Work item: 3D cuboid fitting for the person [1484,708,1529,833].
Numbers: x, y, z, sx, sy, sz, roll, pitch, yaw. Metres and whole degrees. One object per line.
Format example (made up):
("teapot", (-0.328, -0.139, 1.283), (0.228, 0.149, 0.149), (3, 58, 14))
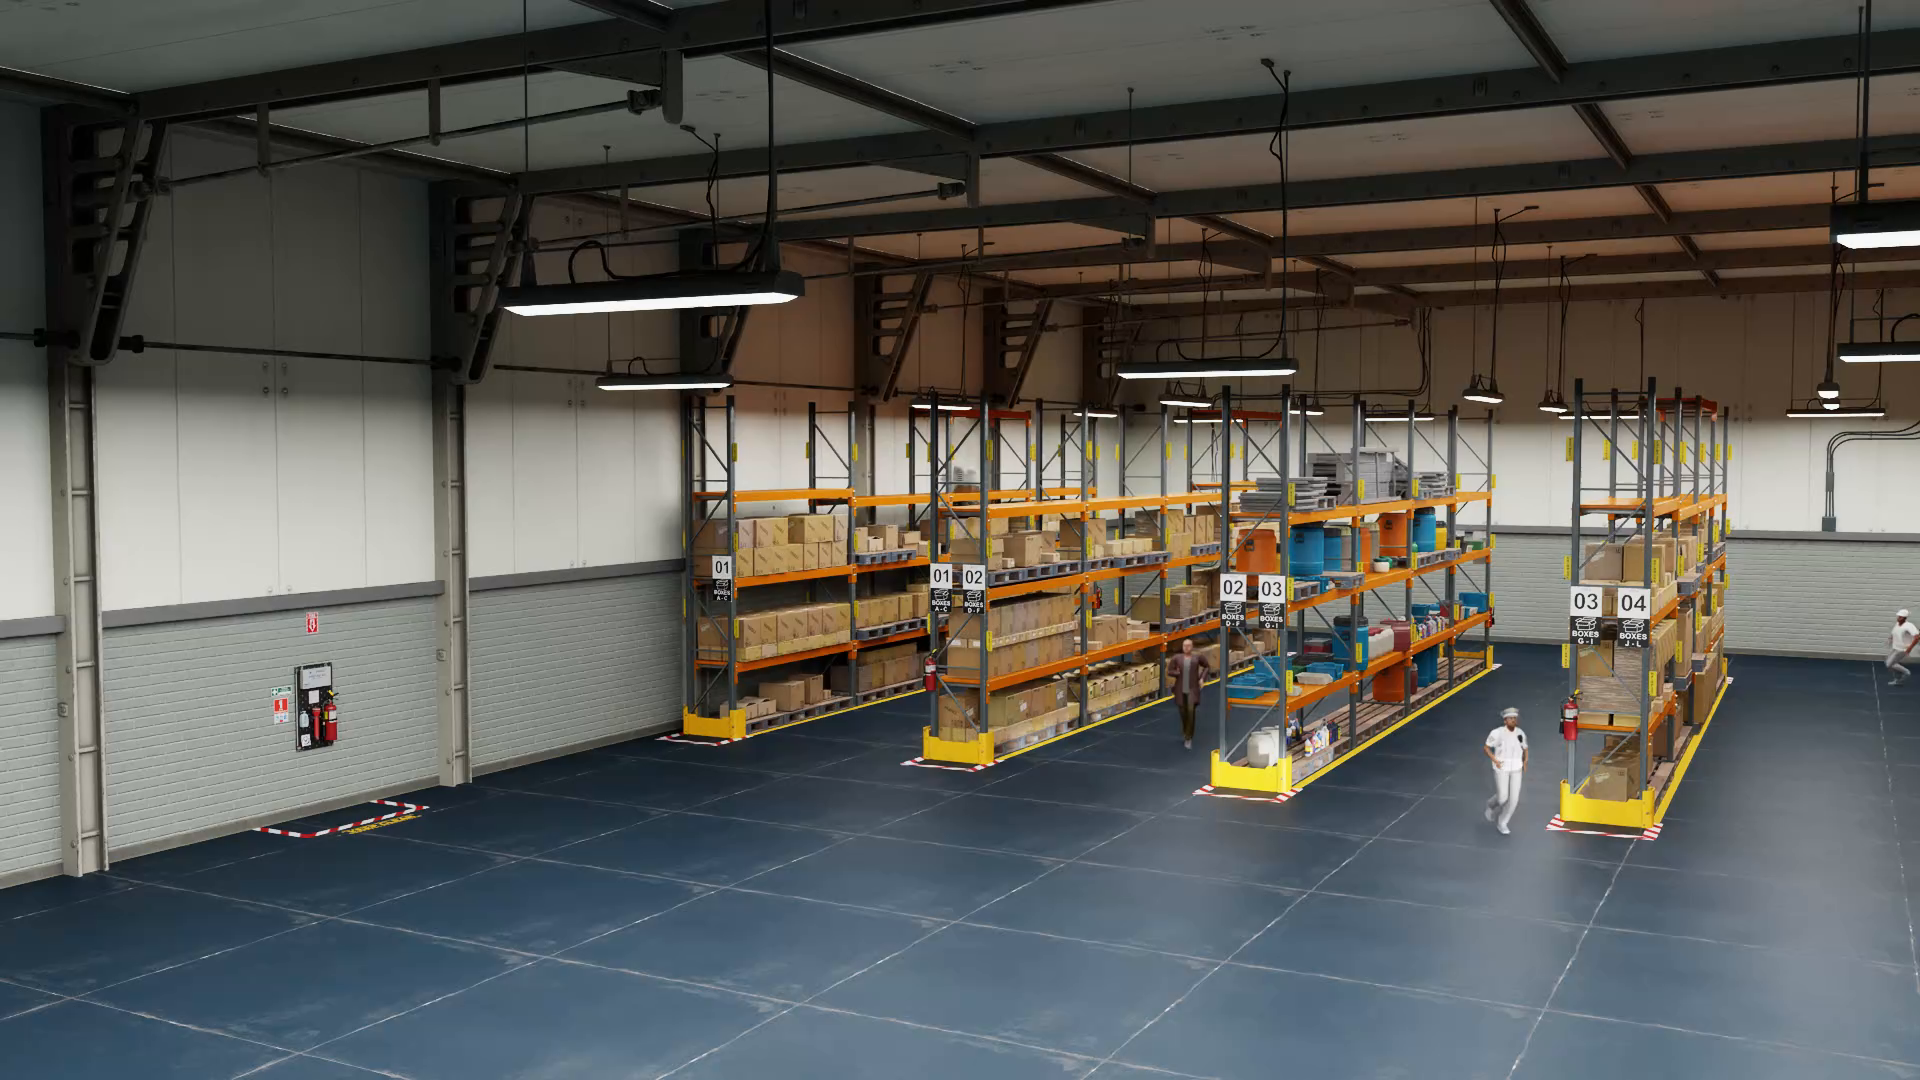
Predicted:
("person", (7.241, 3.025, 21.976), (0.593, 1.655, 0.538), (0, 3, -5))

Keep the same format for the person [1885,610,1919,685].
("person", (20.129, 2.310, 35.565), (0.538, 1.667, 0.795), (0, 3, 3))

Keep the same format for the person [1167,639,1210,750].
("person", (3.872, 2.601, 28.337), (0.690, 1.817, 0.910), (1, 3, 20))
